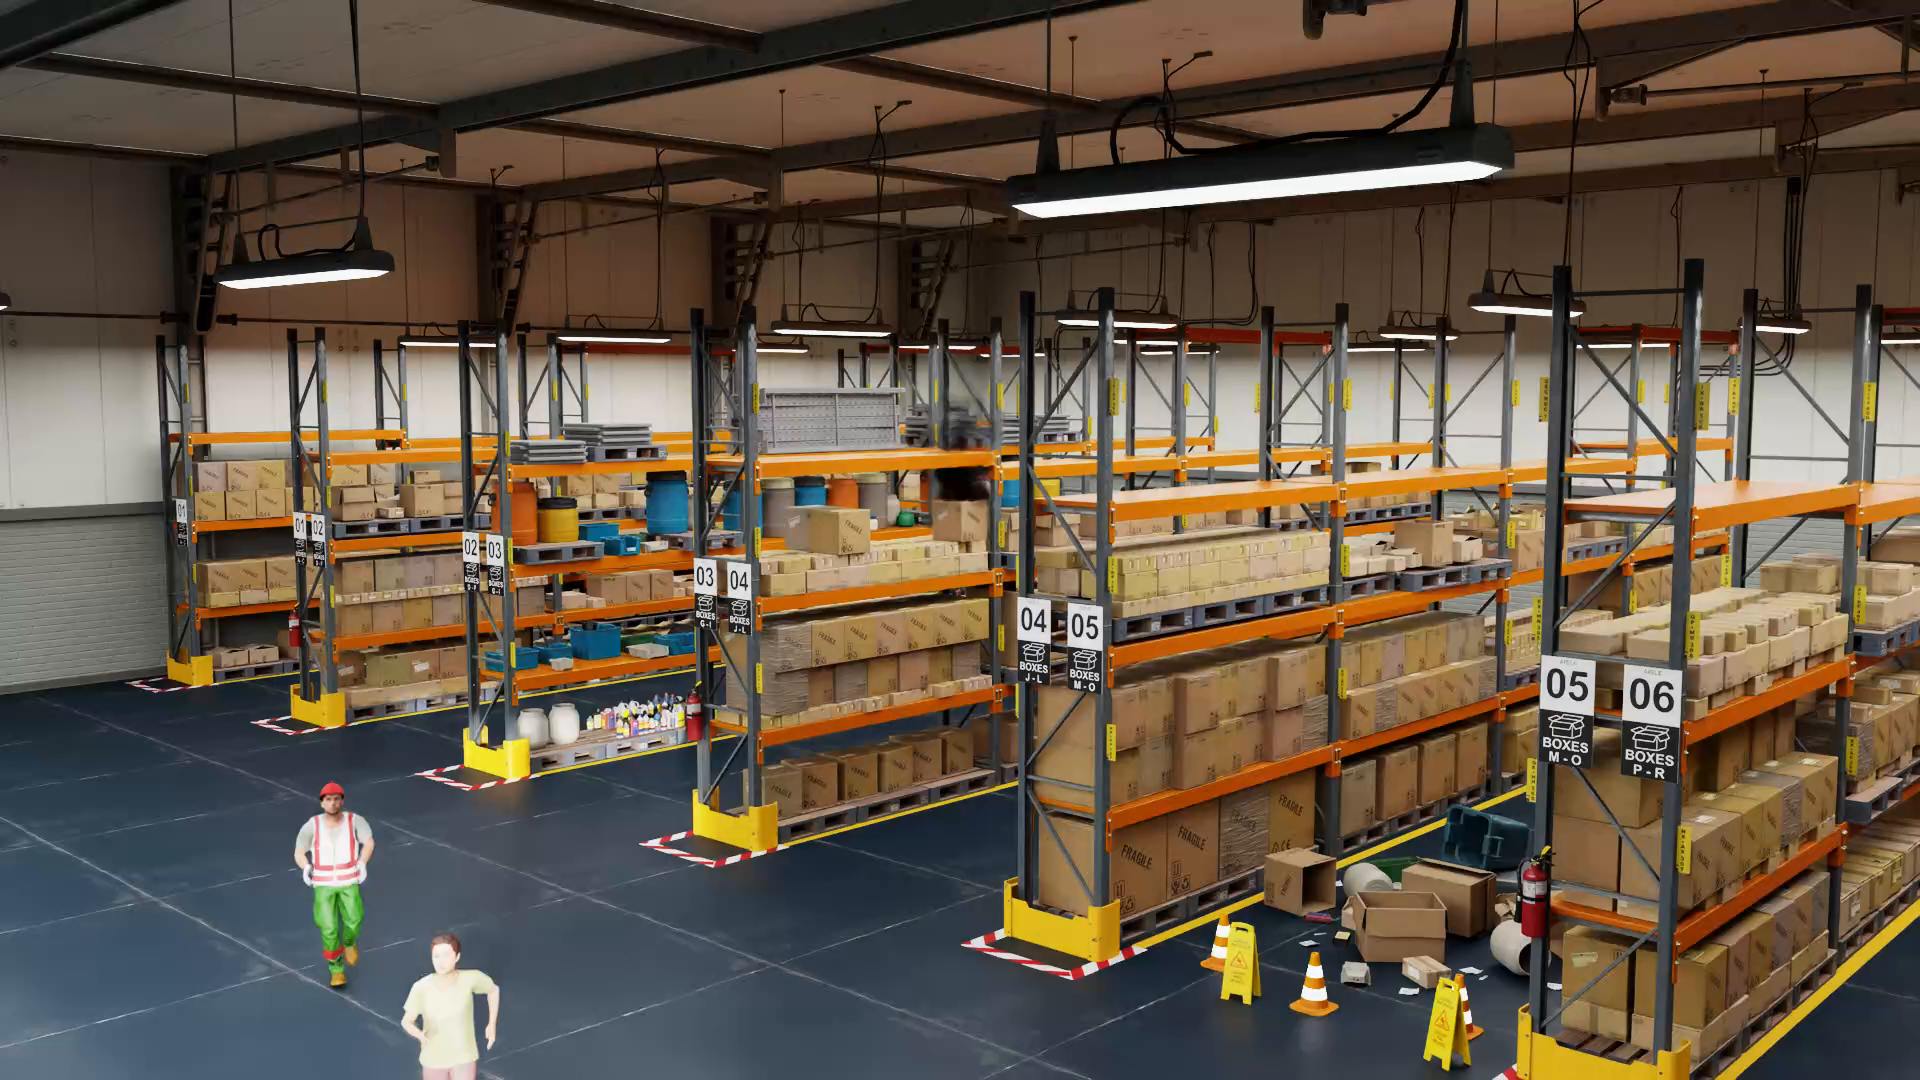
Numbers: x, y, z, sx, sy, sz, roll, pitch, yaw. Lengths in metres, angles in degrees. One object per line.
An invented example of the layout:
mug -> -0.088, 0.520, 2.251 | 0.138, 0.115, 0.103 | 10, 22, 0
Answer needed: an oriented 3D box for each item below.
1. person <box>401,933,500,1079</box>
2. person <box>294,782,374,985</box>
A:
person -> -3.251, 3.322, 10.590 | 0.588, 1.626, 1.053 | -1, 5, -9
person -> -5.381, 2.953, 14.335 | 0.652, 1.738, 0.615 | -2, 6, -21
